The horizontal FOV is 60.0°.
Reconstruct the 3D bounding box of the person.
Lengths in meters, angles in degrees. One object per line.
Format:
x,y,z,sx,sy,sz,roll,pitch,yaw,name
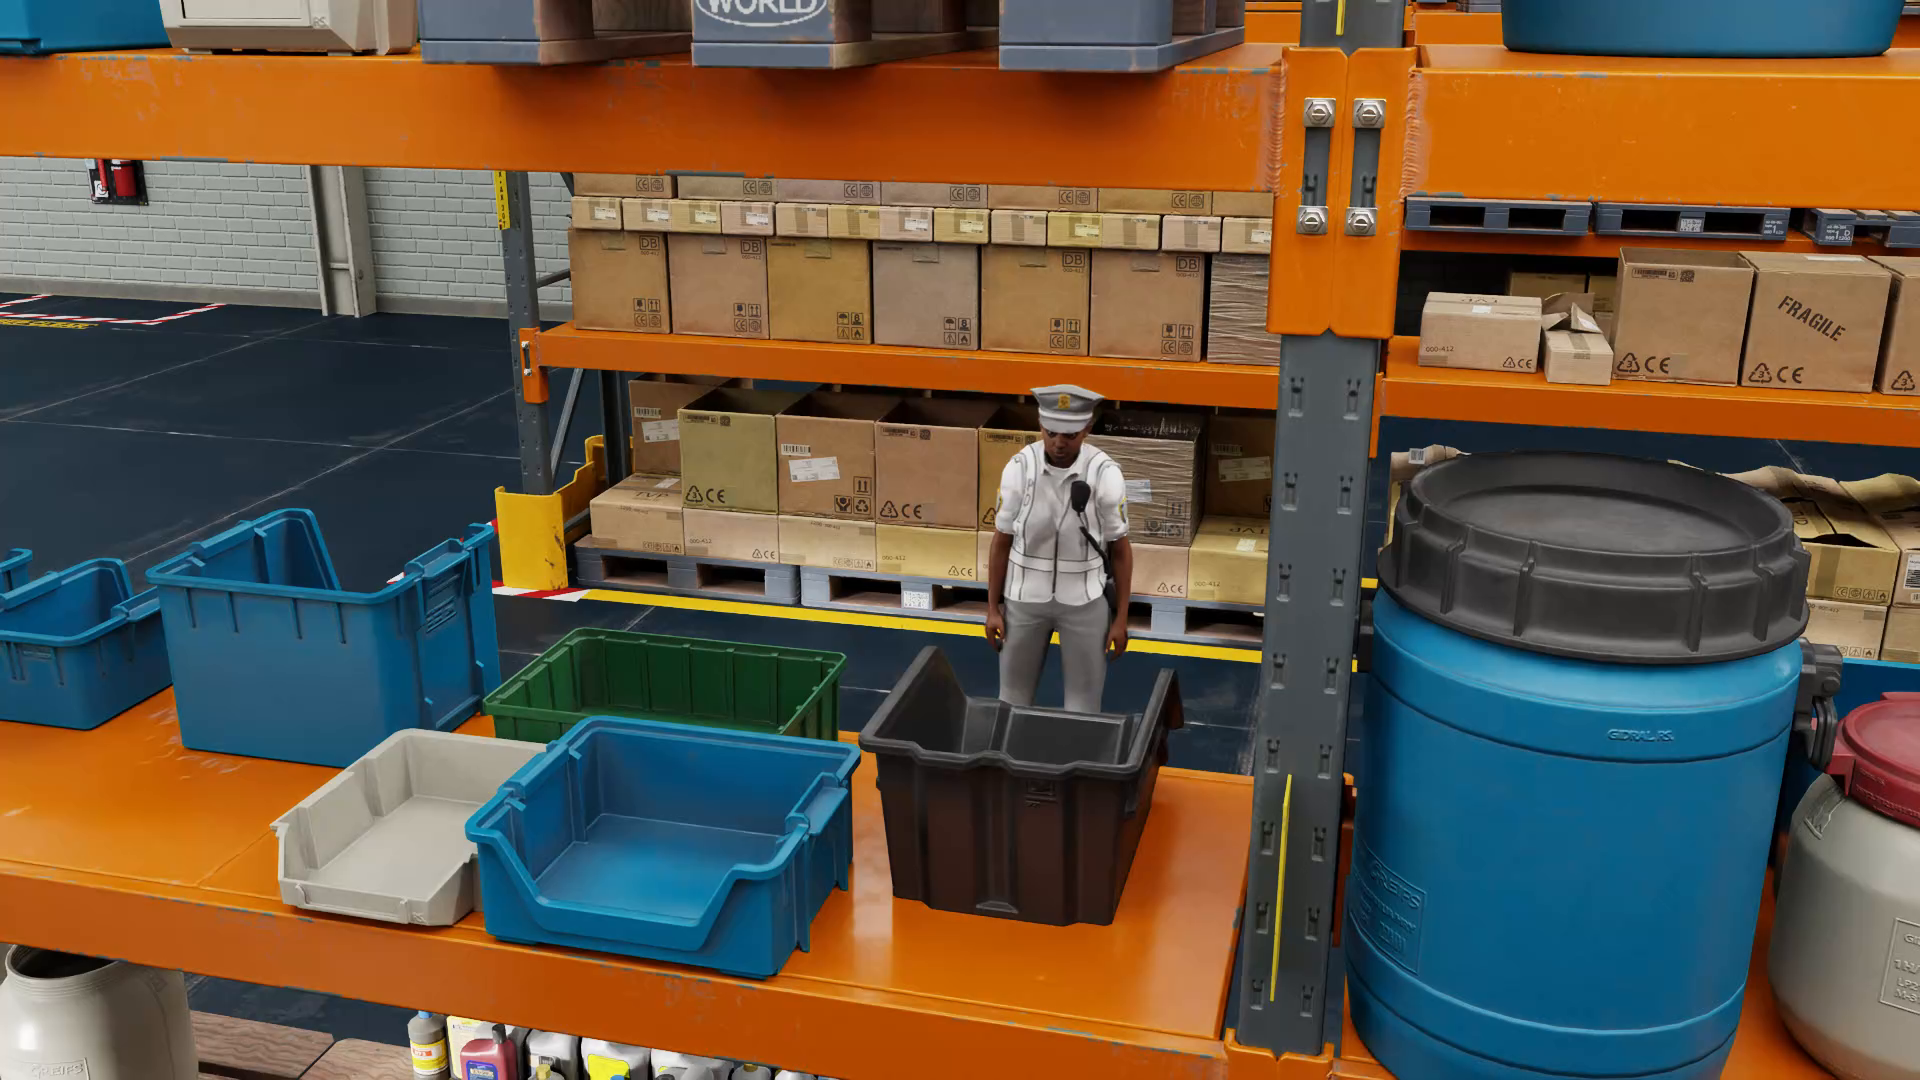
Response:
0.327,0.255,5.786,0.531,1.664,0.391,4,19,11,person
